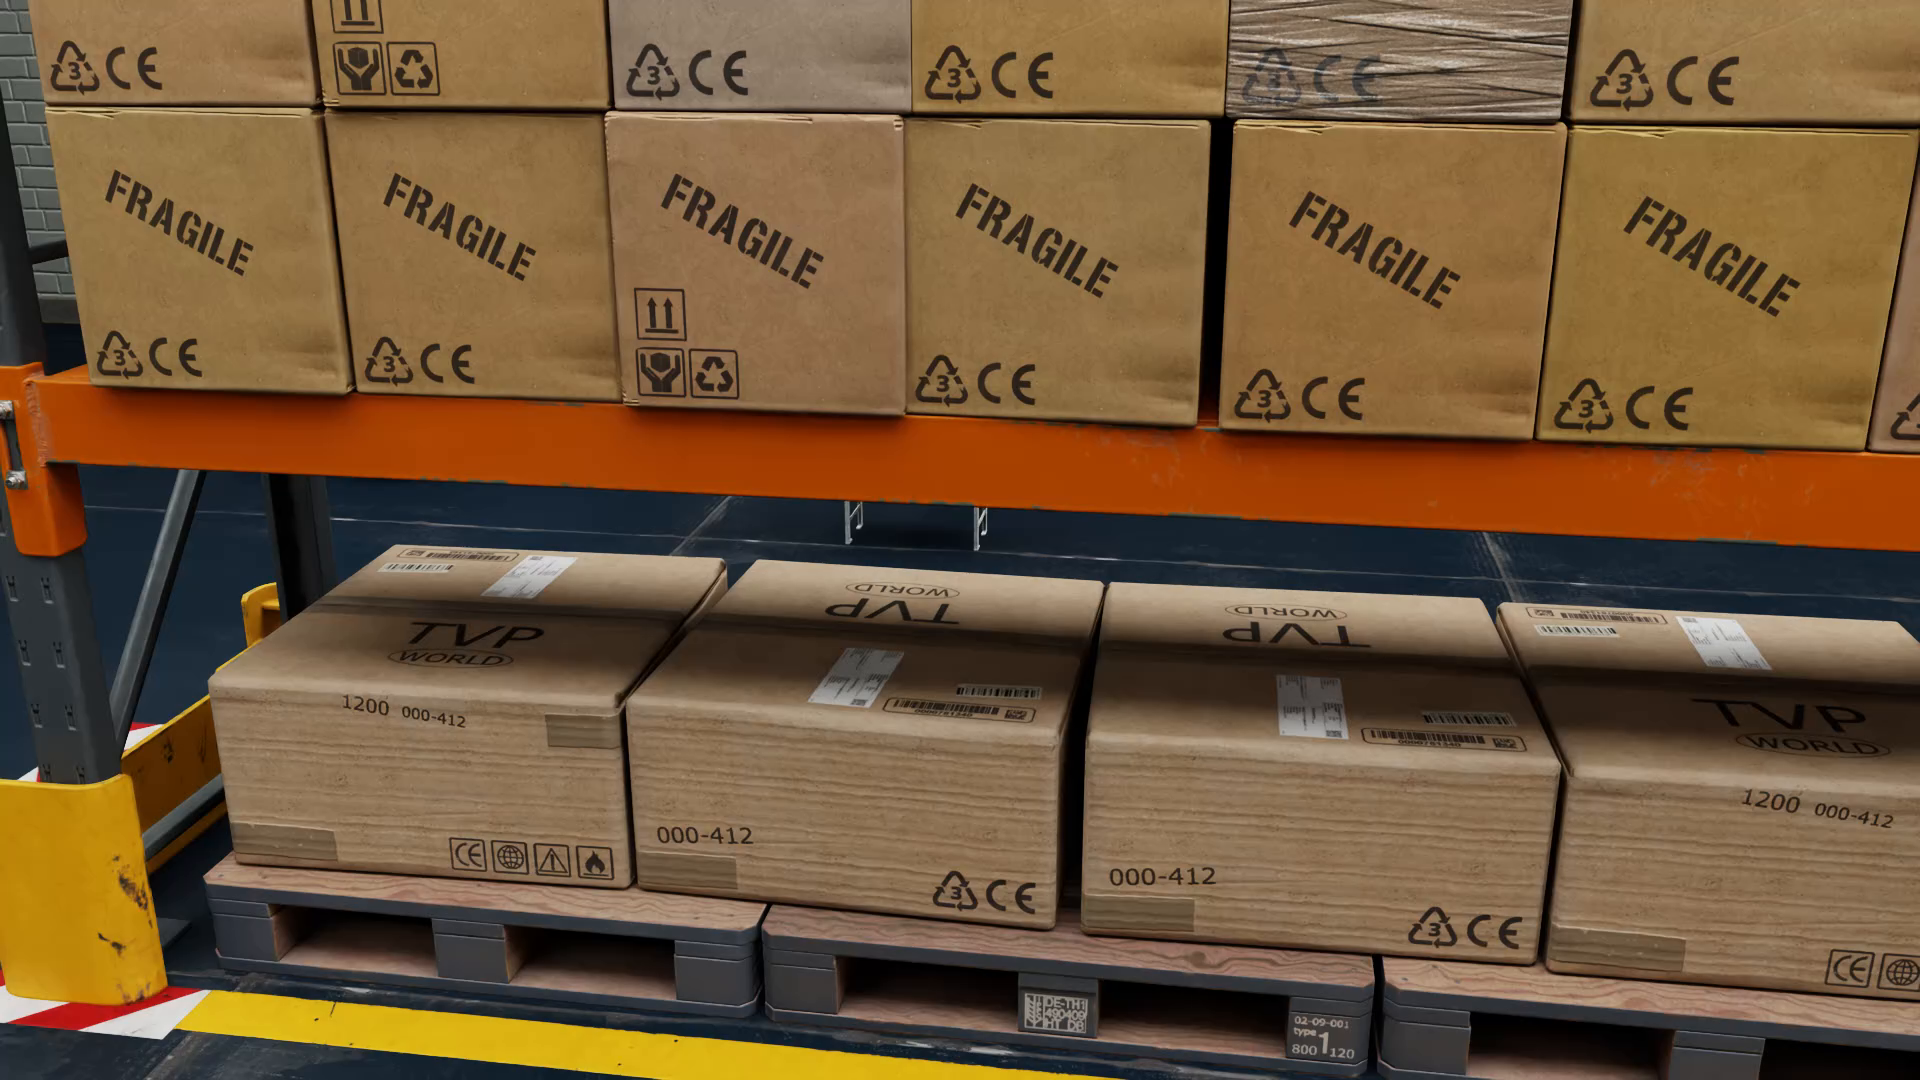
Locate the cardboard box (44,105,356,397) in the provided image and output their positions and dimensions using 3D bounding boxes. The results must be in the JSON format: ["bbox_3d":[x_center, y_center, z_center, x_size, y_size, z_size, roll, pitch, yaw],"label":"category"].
[{"bbox_3d":[-1.306,-0.581,3.156,0.500,0.500,0.500,3,19,8],"label":"cardboard box"}]

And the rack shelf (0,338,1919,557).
[{"bbox_3d":[0.240,-0.206,3.326,4.000,0.370,1.077,3,19,9],"label":"rack shelf"}]

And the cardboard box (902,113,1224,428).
[{"bbox_3d":[0.194,-0.513,2.952,0.500,0.500,0.500,4,19,10],"label":"cardboard box"}]

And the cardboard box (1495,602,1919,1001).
[{"bbox_3d":[1.612,0.504,3.446,0.875,0.438,0.875,3,19,8],"label":"cardboard box"}]

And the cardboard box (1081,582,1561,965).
[{"bbox_3d":[0.728,0.459,3.580,0.875,0.438,0.875,2,19,7],"label":"cardboard box"}]

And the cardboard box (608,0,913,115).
[{"bbox_3d":[-0.285,-1.009,2.858,0.500,0.500,0.500,3,19,8],"label":"cardboard box"}]

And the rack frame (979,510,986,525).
[{"bbox_3d":[0.078,-0.565,6.102,0.006,1.046,0.228,3,19,9],"label":"rack frame"}]

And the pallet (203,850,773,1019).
[{"bbox_3d":[-0.933,0.690,3.908,1.213,0.211,1.003,3,19,9],"label":"pallet"}]

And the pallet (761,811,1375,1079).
[{"bbox_3d":[0.268,0.752,3.722,1.213,0.211,1.003,3,19,9],"label":"pallet"}]

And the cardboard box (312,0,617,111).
[{"bbox_3d":[-0.795,-1.032,2.928,0.500,0.500,0.500,2,19,7],"label":"cardboard box"}]

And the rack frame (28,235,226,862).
[{"bbox_3d":[-1.734,-0.649,3.516,0.053,2.616,0.949,3,19,9],"label":"rack frame"}]

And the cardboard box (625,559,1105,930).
[{"bbox_3d":[-0.162,0.413,3.717,0.875,0.438,0.875,3,19,10],"label":"cardboard box"}]

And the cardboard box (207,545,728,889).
[{"bbox_3d":[-1.067,0.370,3.847,0.875,0.438,0.875,2,19,7],"label":"cardboard box"}]

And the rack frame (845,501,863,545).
[{"bbox_3d":[-0.404,-0.590,6.174,0.015,1.200,0.240,3,19,9],"label":"rack frame"}]

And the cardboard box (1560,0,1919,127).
[{"bbox_3d":[1.205,-0.934,2.633,0.500,0.500,0.500,3,19,8],"label":"cardboard box"}]

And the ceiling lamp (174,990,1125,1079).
[{"bbox_3d":[0.131,1.052,3.160,3.459,0.001,0.159,3,19,9],"label":"ceiling lamp"}]

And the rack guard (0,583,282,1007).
[{"bbox_3d":[-1.758,0.536,3.913,0.348,0.500,1.175,3,19,9],"label":"rack guard"}]

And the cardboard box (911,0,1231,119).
[{"bbox_3d":[0.208,-0.984,2.784,0.500,0.500,0.500,3,19,9],"label":"cardboard box"}]

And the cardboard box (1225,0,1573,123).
[{"bbox_3d":[1.057,-1.421,2.472,1.234,1.526,0.509,4,19,10],"label":"cardboard box"}]

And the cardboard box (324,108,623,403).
[{"bbox_3d":[-0.802,-0.565,3.106,0.500,0.500,0.500,3,19,8],"label":"cardboard box"}]

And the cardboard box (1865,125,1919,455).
[{"bbox_3d":[1.716,-0.437,2.725,0.500,0.500,0.500,3,19,9],"label":"cardboard box"}]
